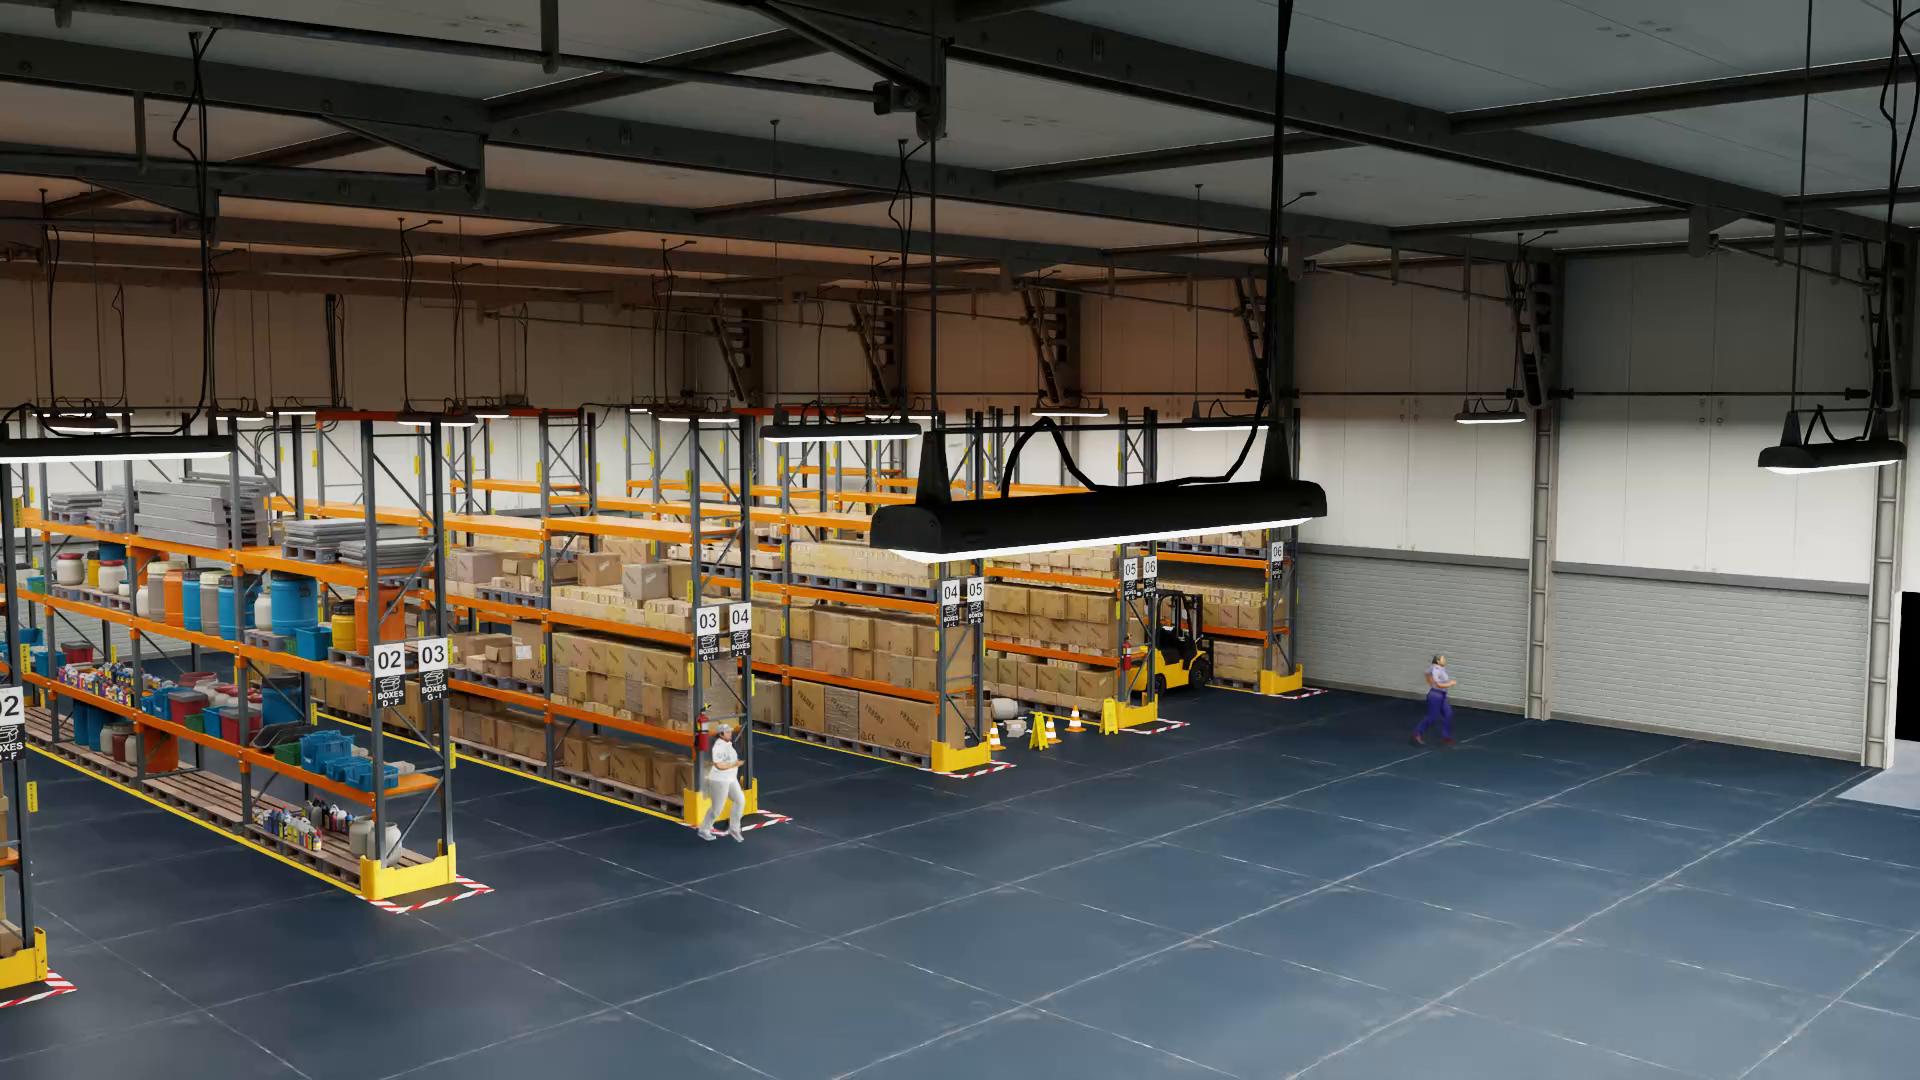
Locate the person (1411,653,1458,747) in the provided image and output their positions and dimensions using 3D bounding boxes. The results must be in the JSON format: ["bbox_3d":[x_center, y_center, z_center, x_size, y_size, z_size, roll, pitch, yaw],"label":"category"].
[{"bbox_3d":[8.509,2.868,29.776,0.809,1.699,0.631,2,5,22],"label":"person"}]

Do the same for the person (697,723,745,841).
[{"bbox_3d":[-3.354,3.443,23.418,0.680,1.743,0.580,1,5,11],"label":"person"}]
